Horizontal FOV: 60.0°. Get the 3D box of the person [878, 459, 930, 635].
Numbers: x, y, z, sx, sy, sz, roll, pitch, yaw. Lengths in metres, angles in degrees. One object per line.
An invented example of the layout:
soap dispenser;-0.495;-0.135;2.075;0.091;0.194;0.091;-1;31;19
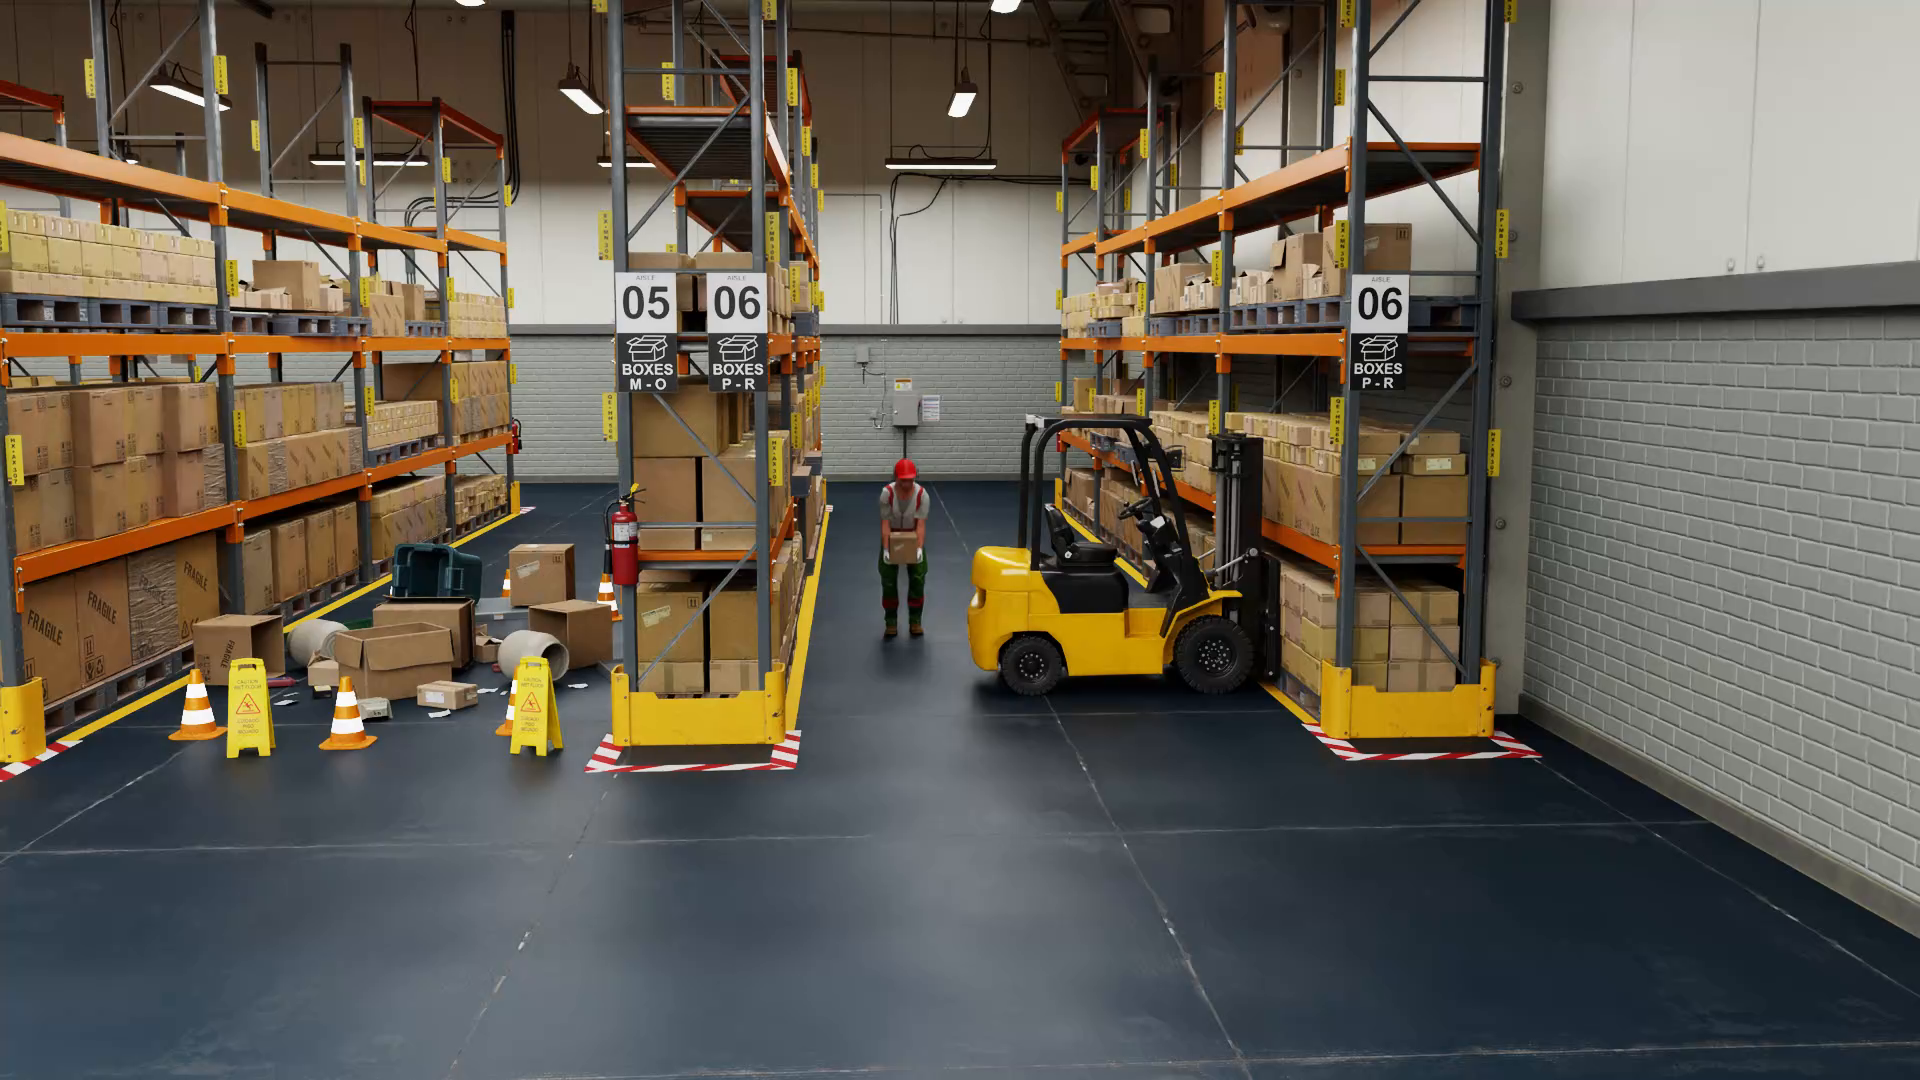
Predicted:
person;-0.525;0.065;15.580;0.483;1.671;0.687;-1;7;-5
